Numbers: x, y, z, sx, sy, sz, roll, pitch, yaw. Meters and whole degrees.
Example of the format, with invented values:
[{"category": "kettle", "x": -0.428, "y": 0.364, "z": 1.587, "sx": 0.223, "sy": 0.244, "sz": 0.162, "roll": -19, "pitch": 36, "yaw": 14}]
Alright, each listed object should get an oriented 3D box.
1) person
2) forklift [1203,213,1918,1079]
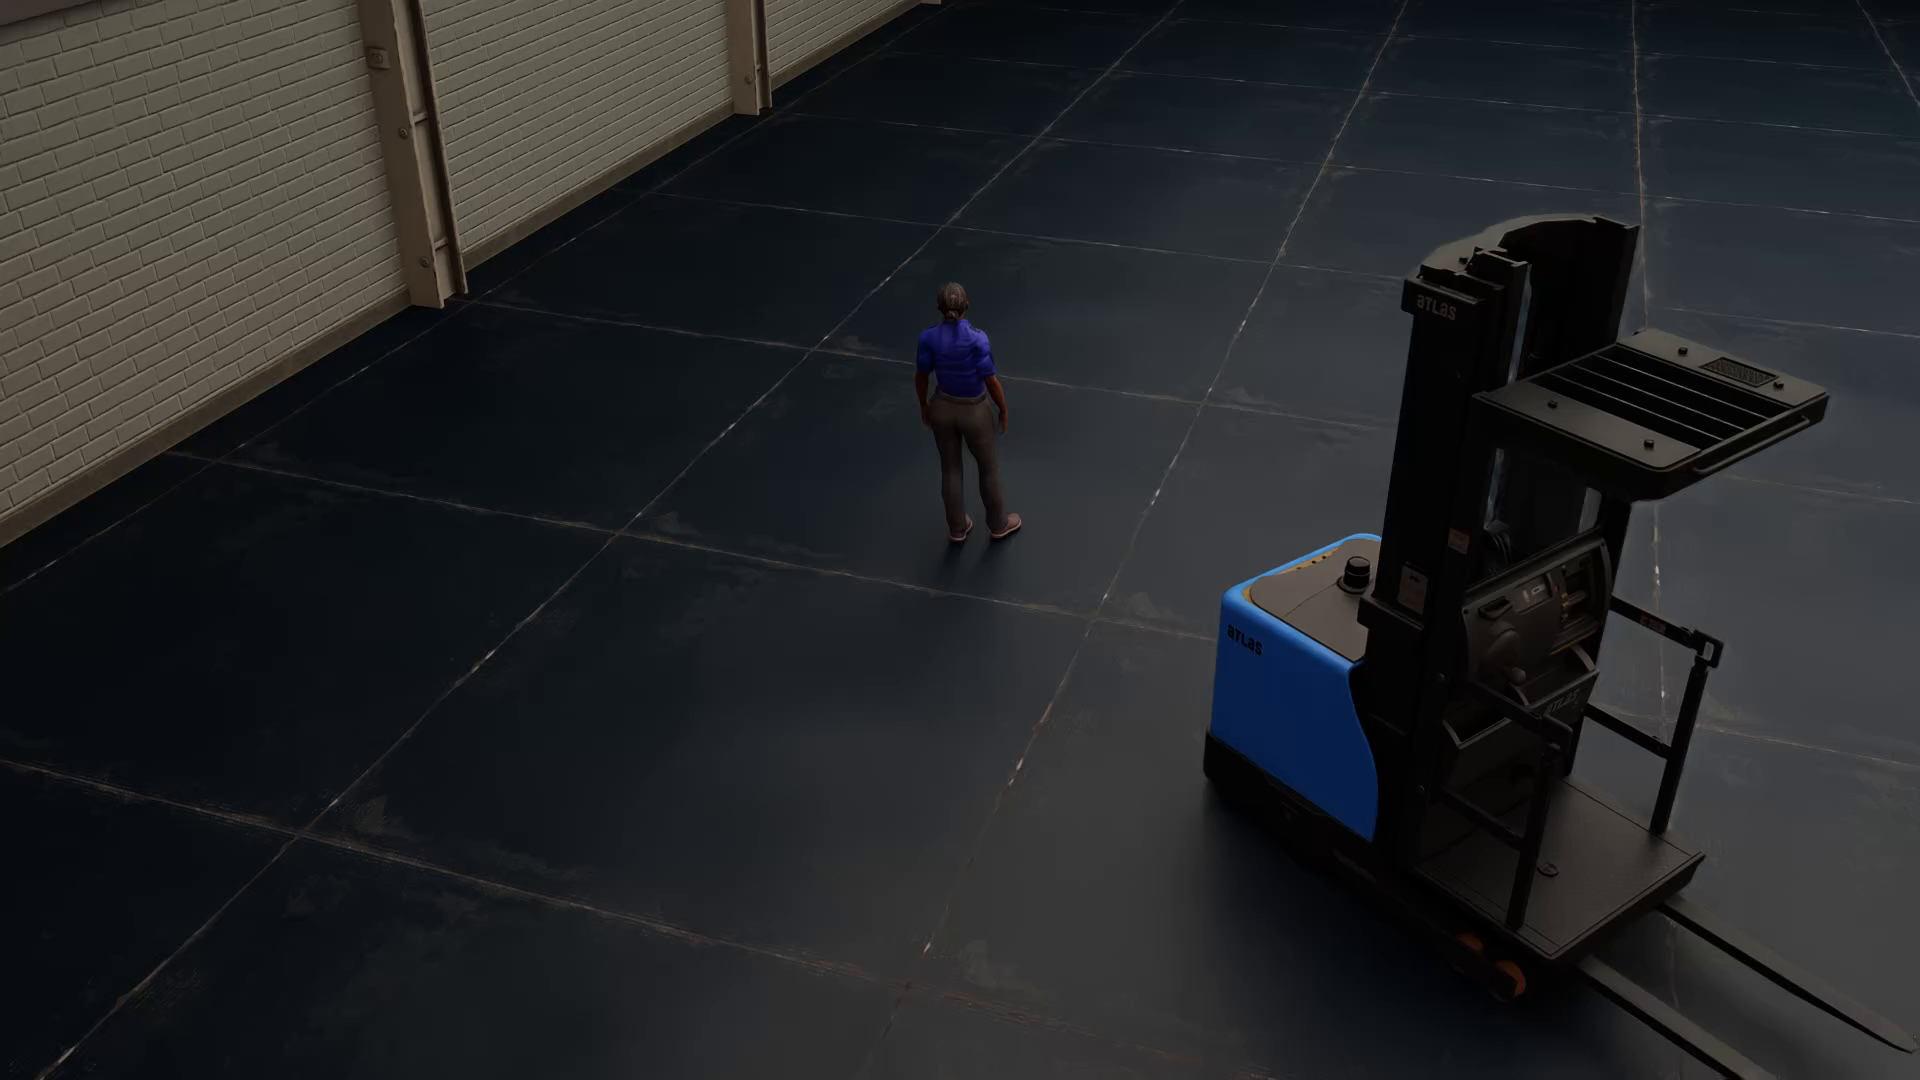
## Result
[{"category": "person", "x": 0.047, "y": -0.763, "z": 9.750, "sx": 0.570, "sy": 1.656, "sz": 0.503, "roll": 10, "pitch": 31, "yaw": 16}, {"category": "forklift", "x": 2.455, "y": 0.332, "z": 6.555, "sx": 1.130, "sy": 2.935, "sz": 3.031, "roll": -20, "pitch": 35, "yaw": -31}]
